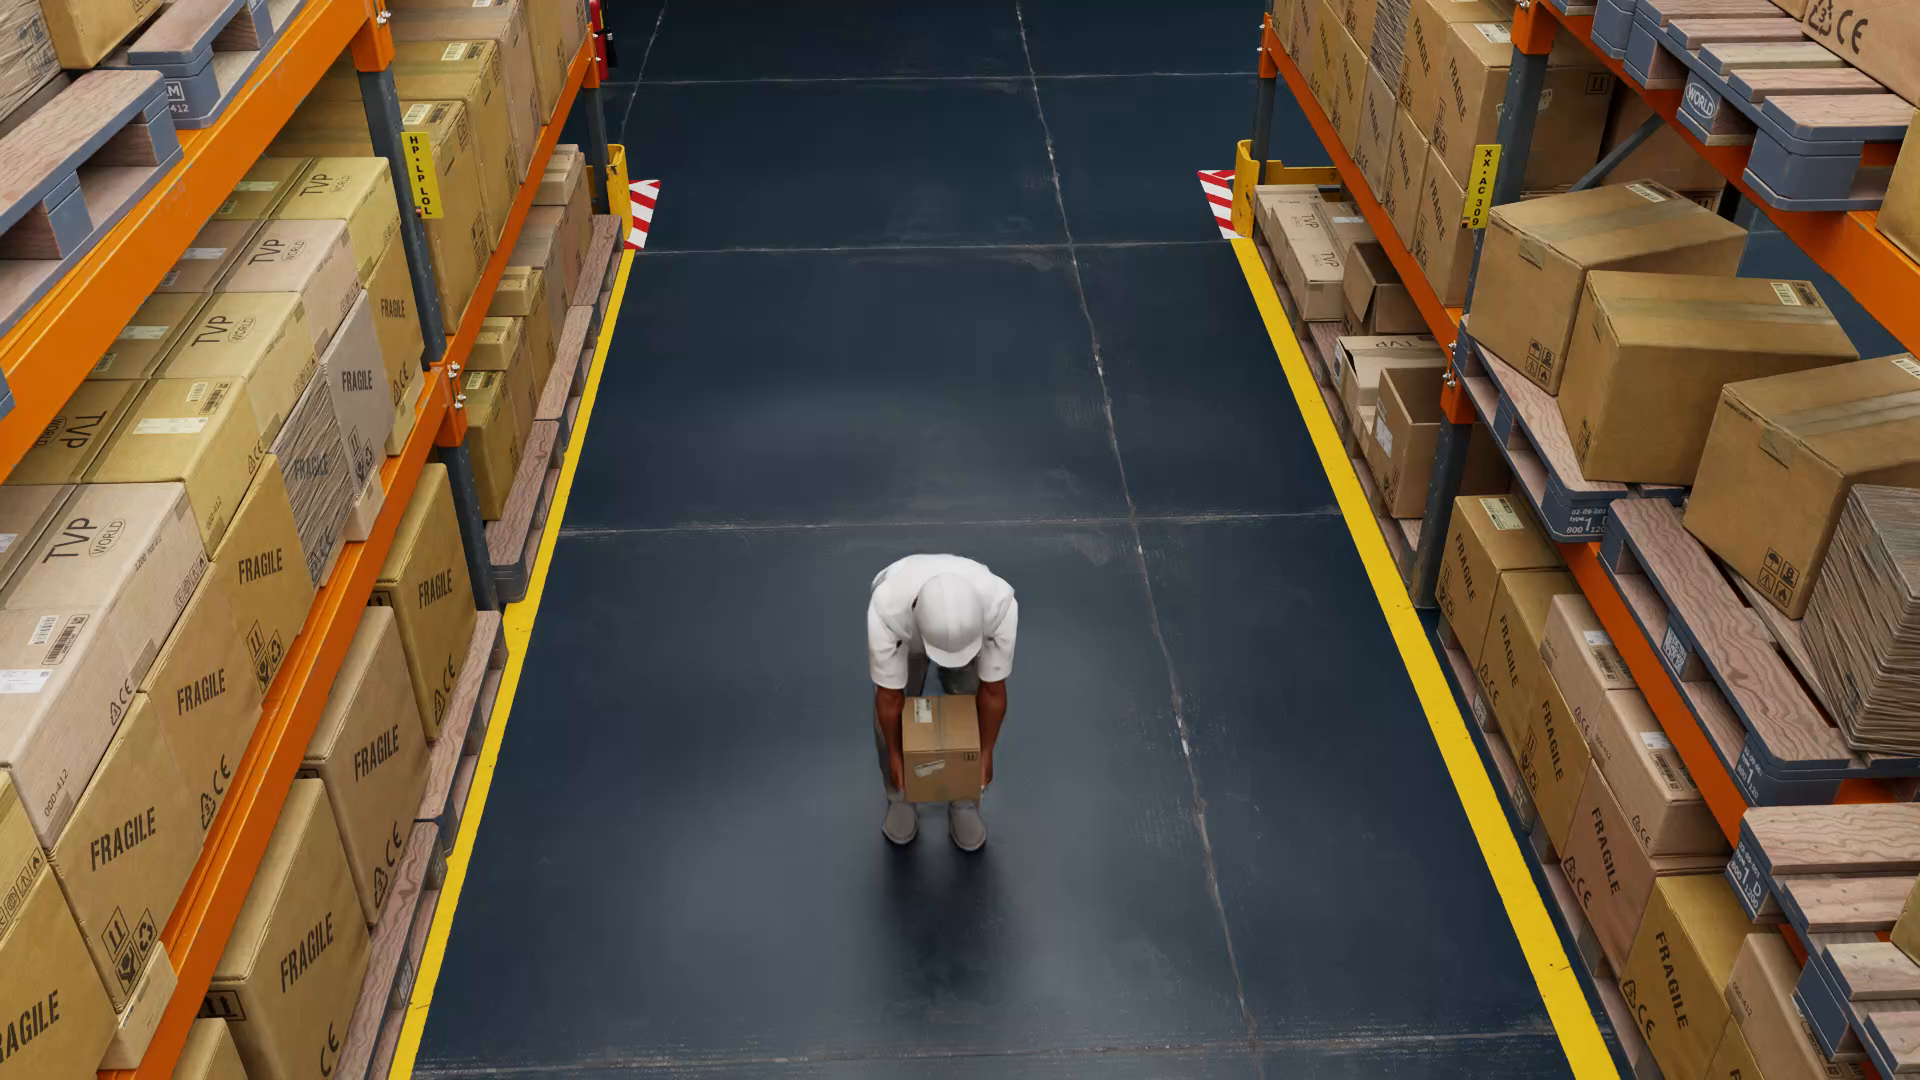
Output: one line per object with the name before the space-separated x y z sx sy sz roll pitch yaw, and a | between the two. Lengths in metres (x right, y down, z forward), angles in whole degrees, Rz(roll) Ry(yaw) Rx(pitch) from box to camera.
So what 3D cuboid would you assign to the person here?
person | -0.059 0.535 5.631 0.488 1.454 0.857 -2 35 -3
